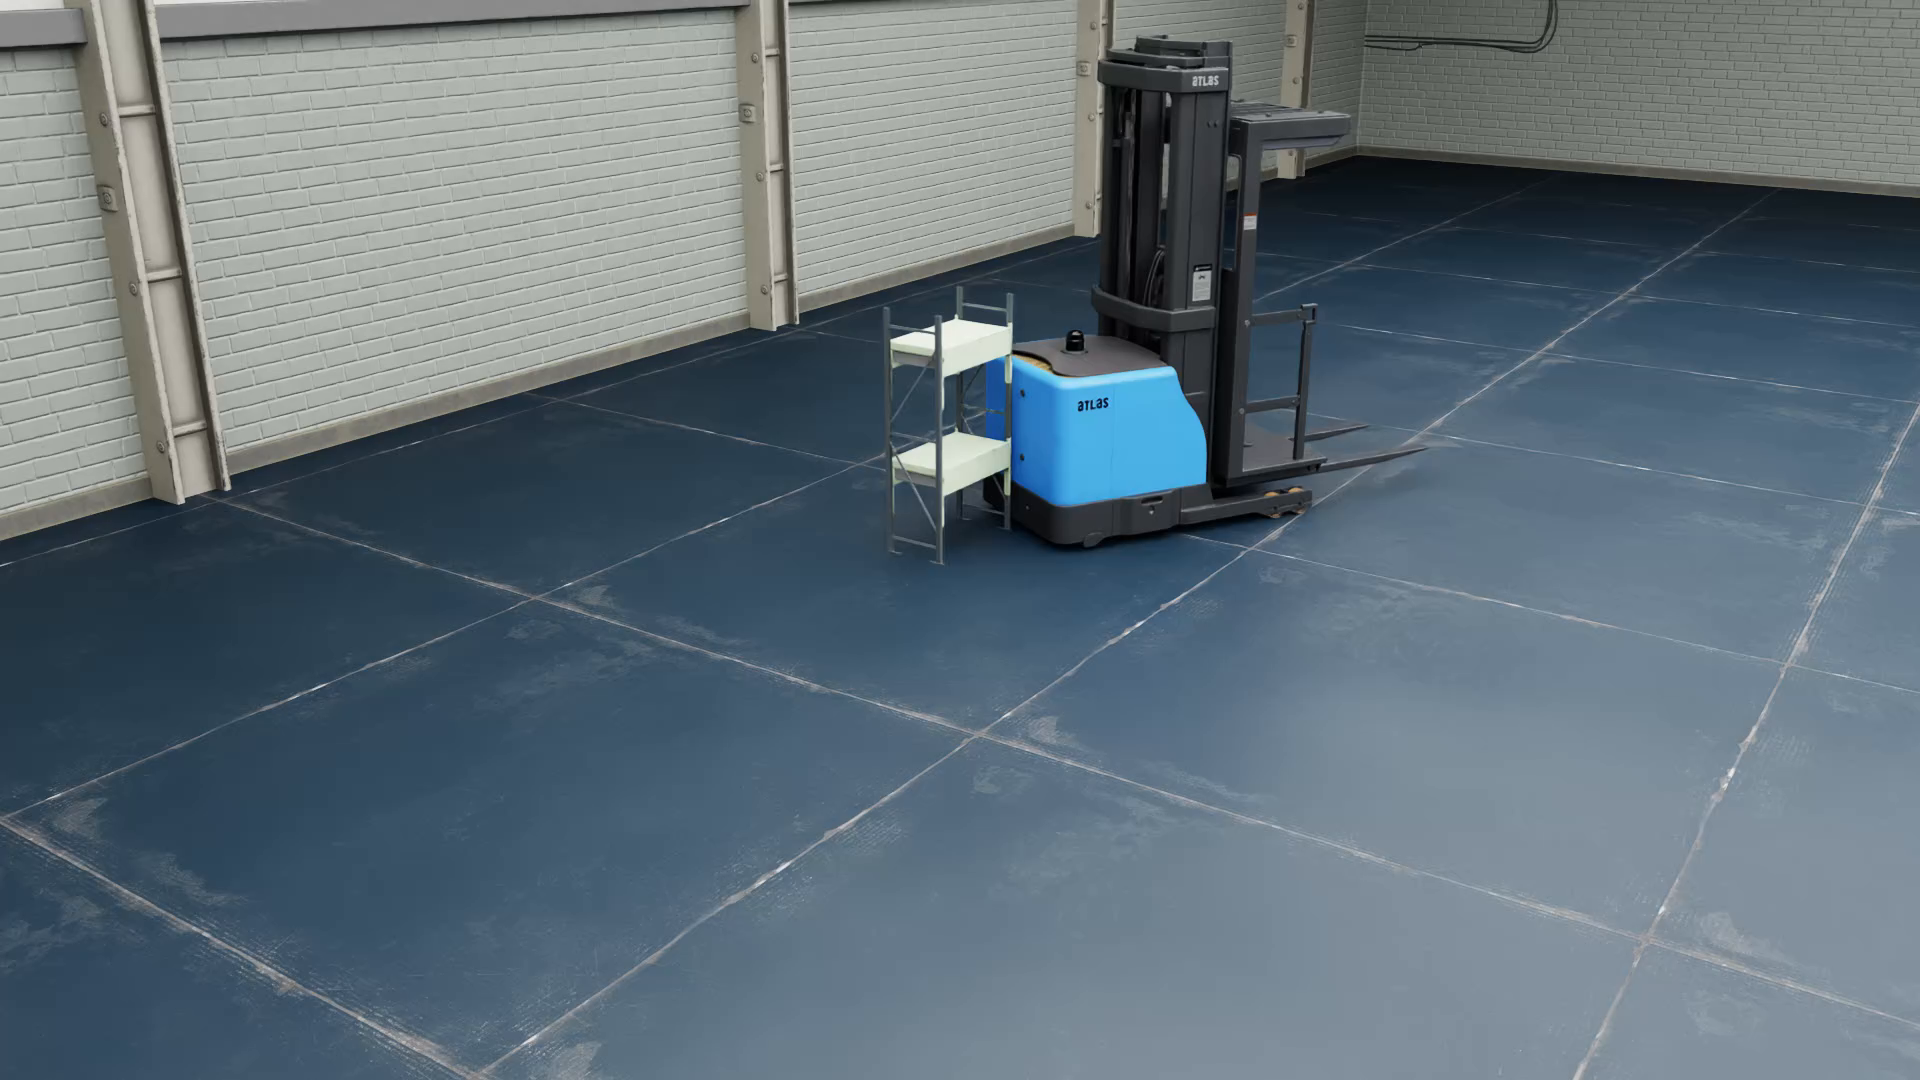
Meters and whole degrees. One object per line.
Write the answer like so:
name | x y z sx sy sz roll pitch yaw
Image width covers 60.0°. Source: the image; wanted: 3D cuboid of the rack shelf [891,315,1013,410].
rack shelf | -0.062 -1.062 9.849 0.431 0.370 0.720 14 24 33

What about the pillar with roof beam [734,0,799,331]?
pillar with roof beam | 1.794 -5.420 11.948 9.100 9.000 0.400 13 24 32

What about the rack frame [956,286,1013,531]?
rack frame | 0.148 -0.800 10.266 0.400 1.500 0.023 14 24 33

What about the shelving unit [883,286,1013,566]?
shelving unit | -0.062 -0.696 9.984 0.431 1.500 0.755 14 24 33

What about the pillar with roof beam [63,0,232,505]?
pillar with roof beam | -1.579 -3.699 7.294 9.100 9.000 0.400 13 24 32

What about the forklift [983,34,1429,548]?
forklift | 1.701 -1.666 10.545 3.031 2.935 1.130 -10 22 -25

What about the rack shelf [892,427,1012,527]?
rack shelf | -0.062 -0.390 10.098 0.431 0.370 0.720 14 24 33

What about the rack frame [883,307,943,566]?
rack frame | -0.272 -0.592 9.703 0.400 1.500 0.023 14 24 33

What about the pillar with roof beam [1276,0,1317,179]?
pillar with roof beam | 8.539 -8.863 21.256 9.100 9.000 0.400 13 24 32

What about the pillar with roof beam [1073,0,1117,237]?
pillar with roof beam | 5.166 -7.142 16.602 9.100 9.000 0.400 13 24 32

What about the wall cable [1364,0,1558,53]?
wall cable | 7.729 -8.834 25.652 3.097 2.526 0.112 13 24 32
